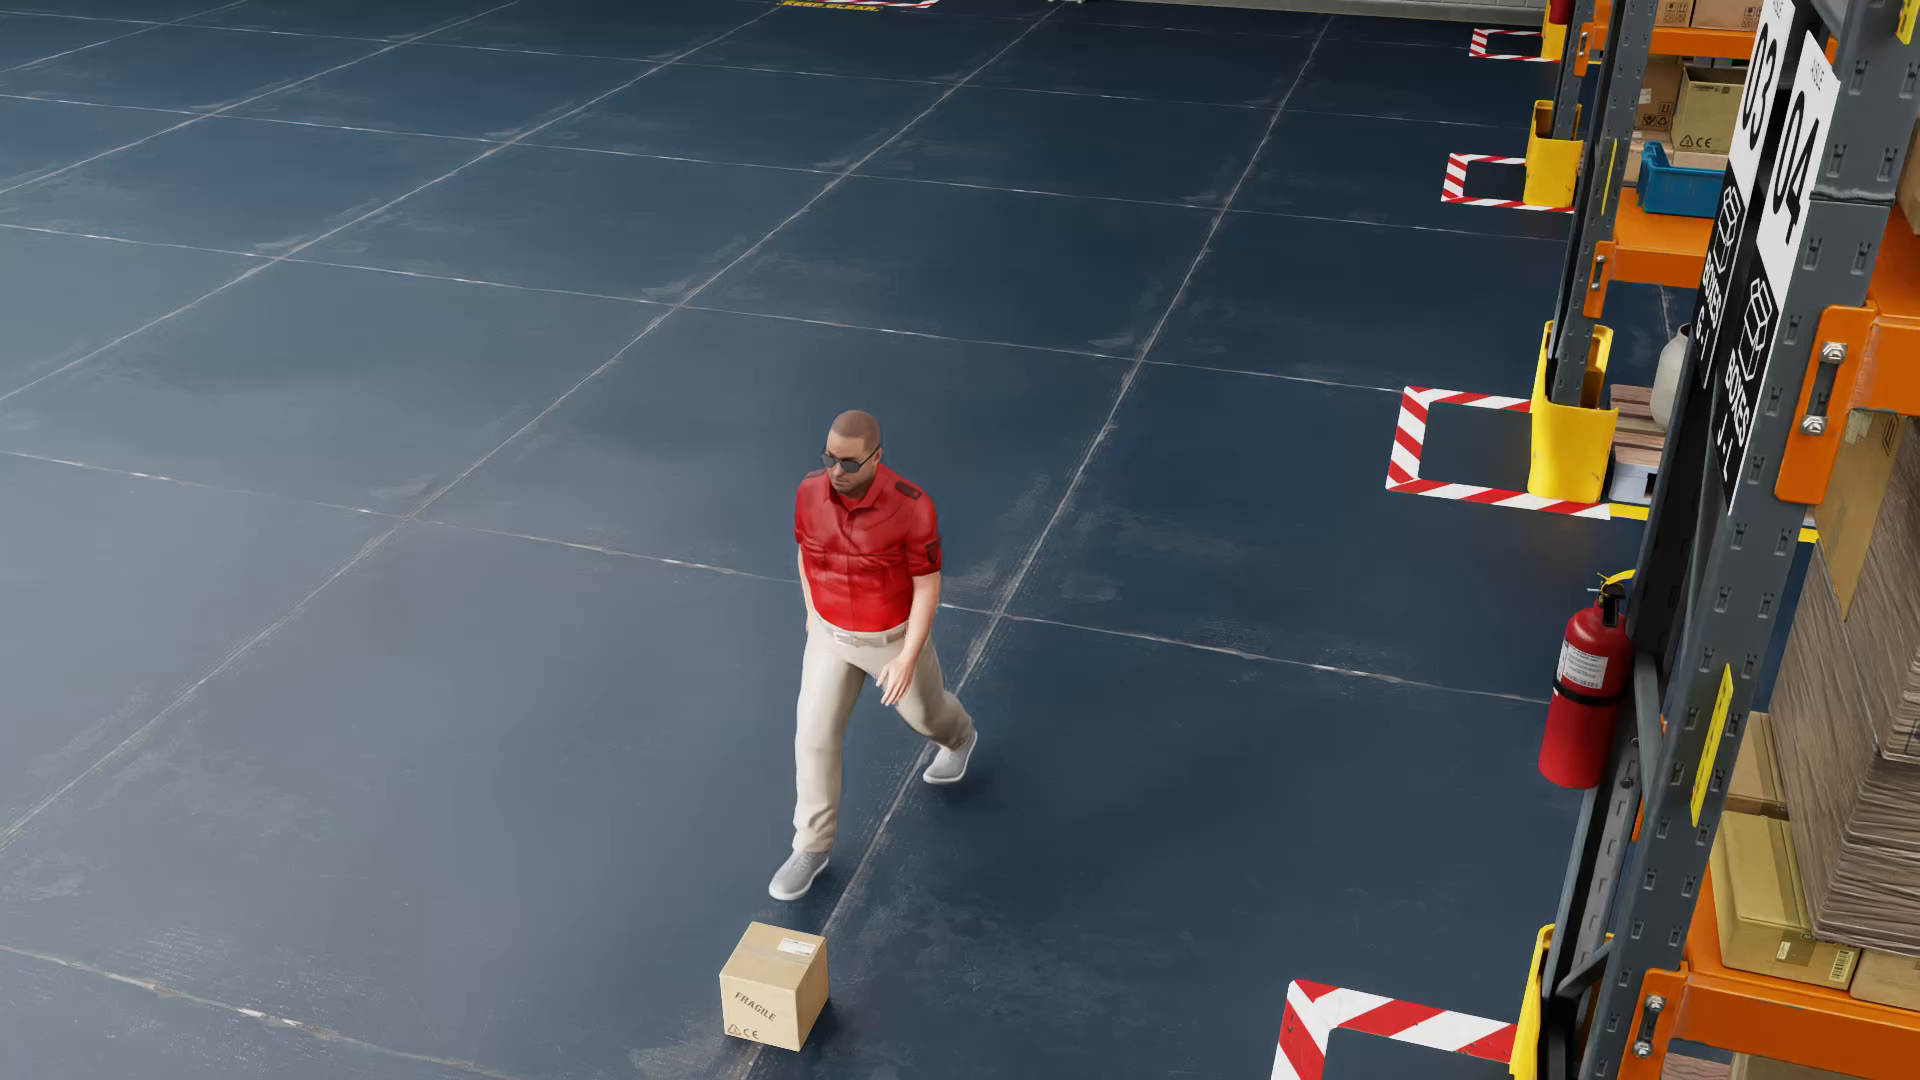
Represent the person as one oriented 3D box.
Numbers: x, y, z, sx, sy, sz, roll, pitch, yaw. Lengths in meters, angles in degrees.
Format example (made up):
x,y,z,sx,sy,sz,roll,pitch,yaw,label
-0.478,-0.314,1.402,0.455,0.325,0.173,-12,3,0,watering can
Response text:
x,y,z,sx,sy,sz,roll,pitch,yaw,label
-0.312,0.310,5.602,0.557,1.677,1.072,10,31,18,person
